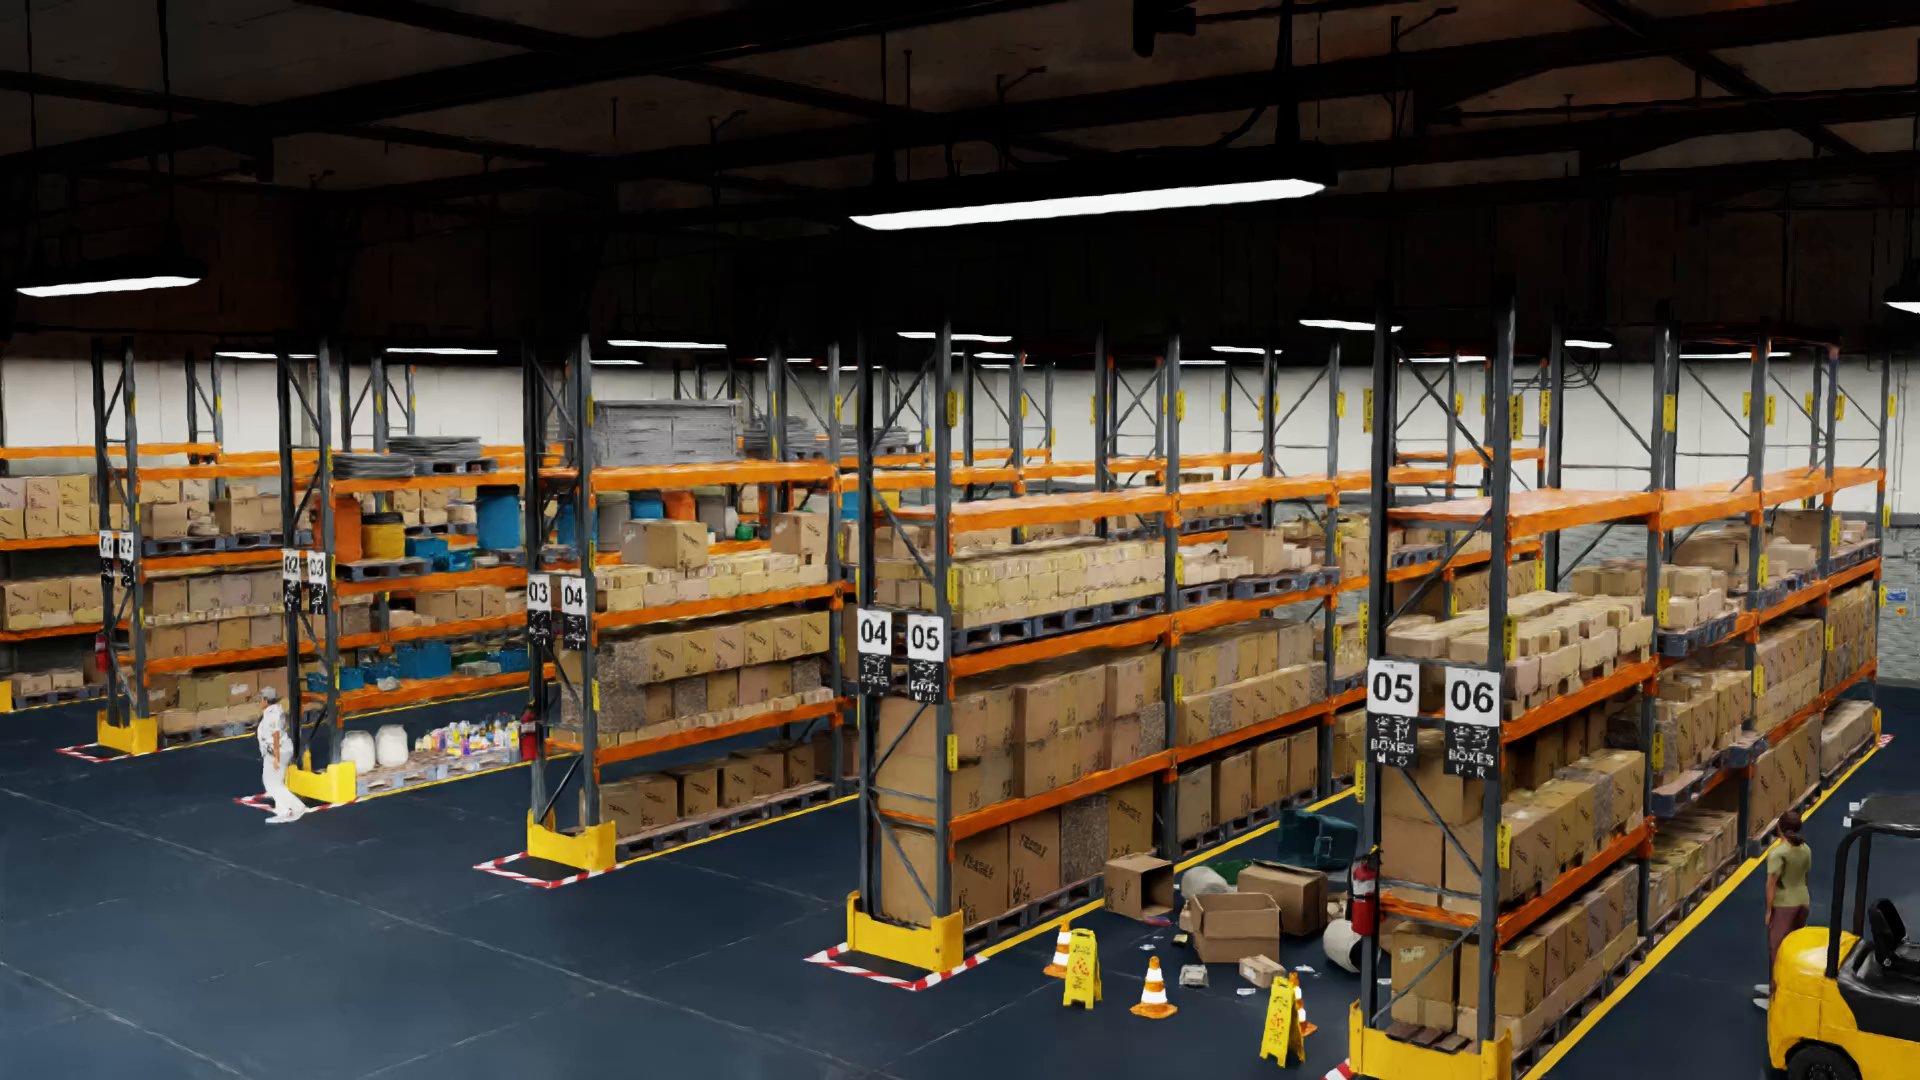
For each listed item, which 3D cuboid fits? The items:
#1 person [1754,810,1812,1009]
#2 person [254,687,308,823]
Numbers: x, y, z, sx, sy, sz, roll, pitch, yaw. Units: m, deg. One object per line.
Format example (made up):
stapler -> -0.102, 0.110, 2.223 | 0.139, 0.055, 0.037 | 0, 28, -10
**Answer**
person -> 6.931, 3.096, 14.051 | 0.493, 1.675, 0.477 | -2, 5, -22
person -> -8.201, 2.601, 20.088 | 0.589, 1.655, 0.556 | -1, 5, -15
